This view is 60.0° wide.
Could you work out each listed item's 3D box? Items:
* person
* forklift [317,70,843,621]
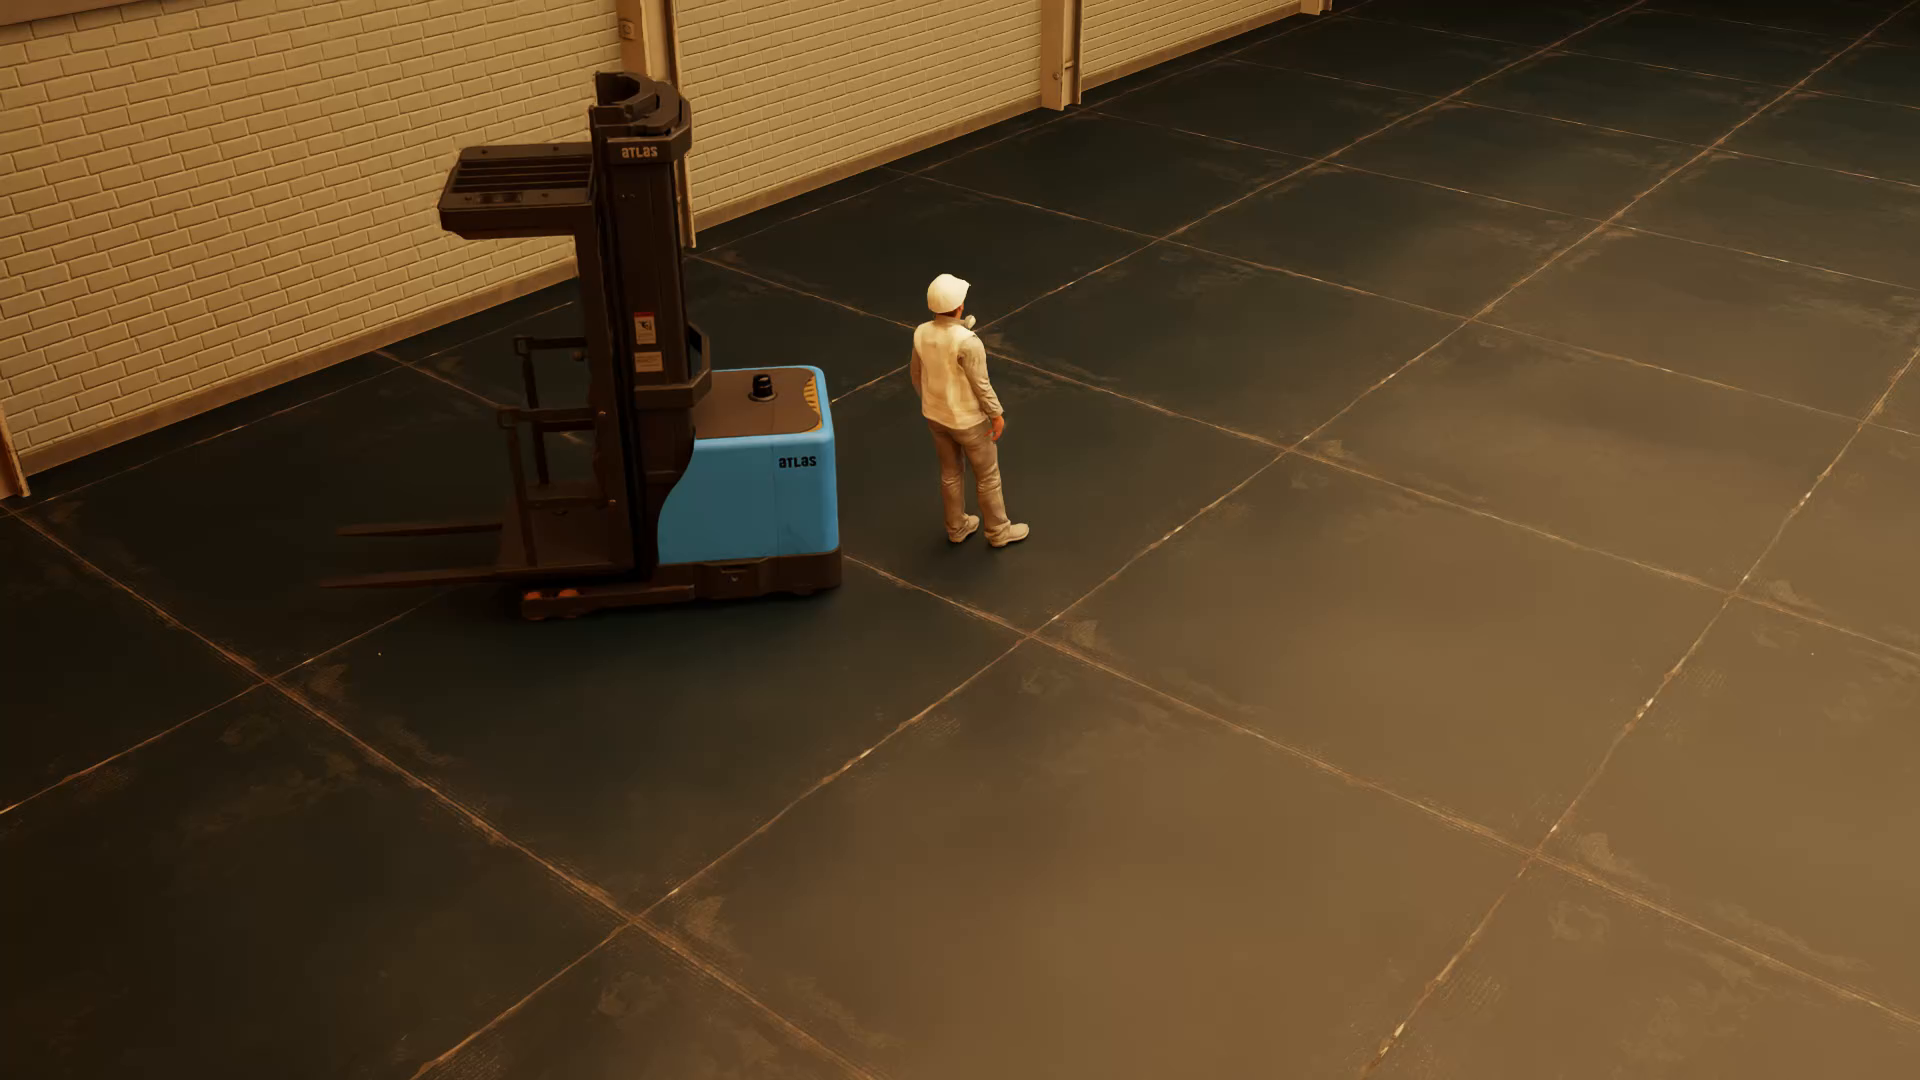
[{"bbox_3d":[0.040,-0.797,10.097,0.647,1.773,0.563,22,37,33],"label":"person"},{"bbox_3d":[-2.263,-1.080,9.443,3.031,2.935,1.130,-4,31,-7],"label":"forklift"}]
